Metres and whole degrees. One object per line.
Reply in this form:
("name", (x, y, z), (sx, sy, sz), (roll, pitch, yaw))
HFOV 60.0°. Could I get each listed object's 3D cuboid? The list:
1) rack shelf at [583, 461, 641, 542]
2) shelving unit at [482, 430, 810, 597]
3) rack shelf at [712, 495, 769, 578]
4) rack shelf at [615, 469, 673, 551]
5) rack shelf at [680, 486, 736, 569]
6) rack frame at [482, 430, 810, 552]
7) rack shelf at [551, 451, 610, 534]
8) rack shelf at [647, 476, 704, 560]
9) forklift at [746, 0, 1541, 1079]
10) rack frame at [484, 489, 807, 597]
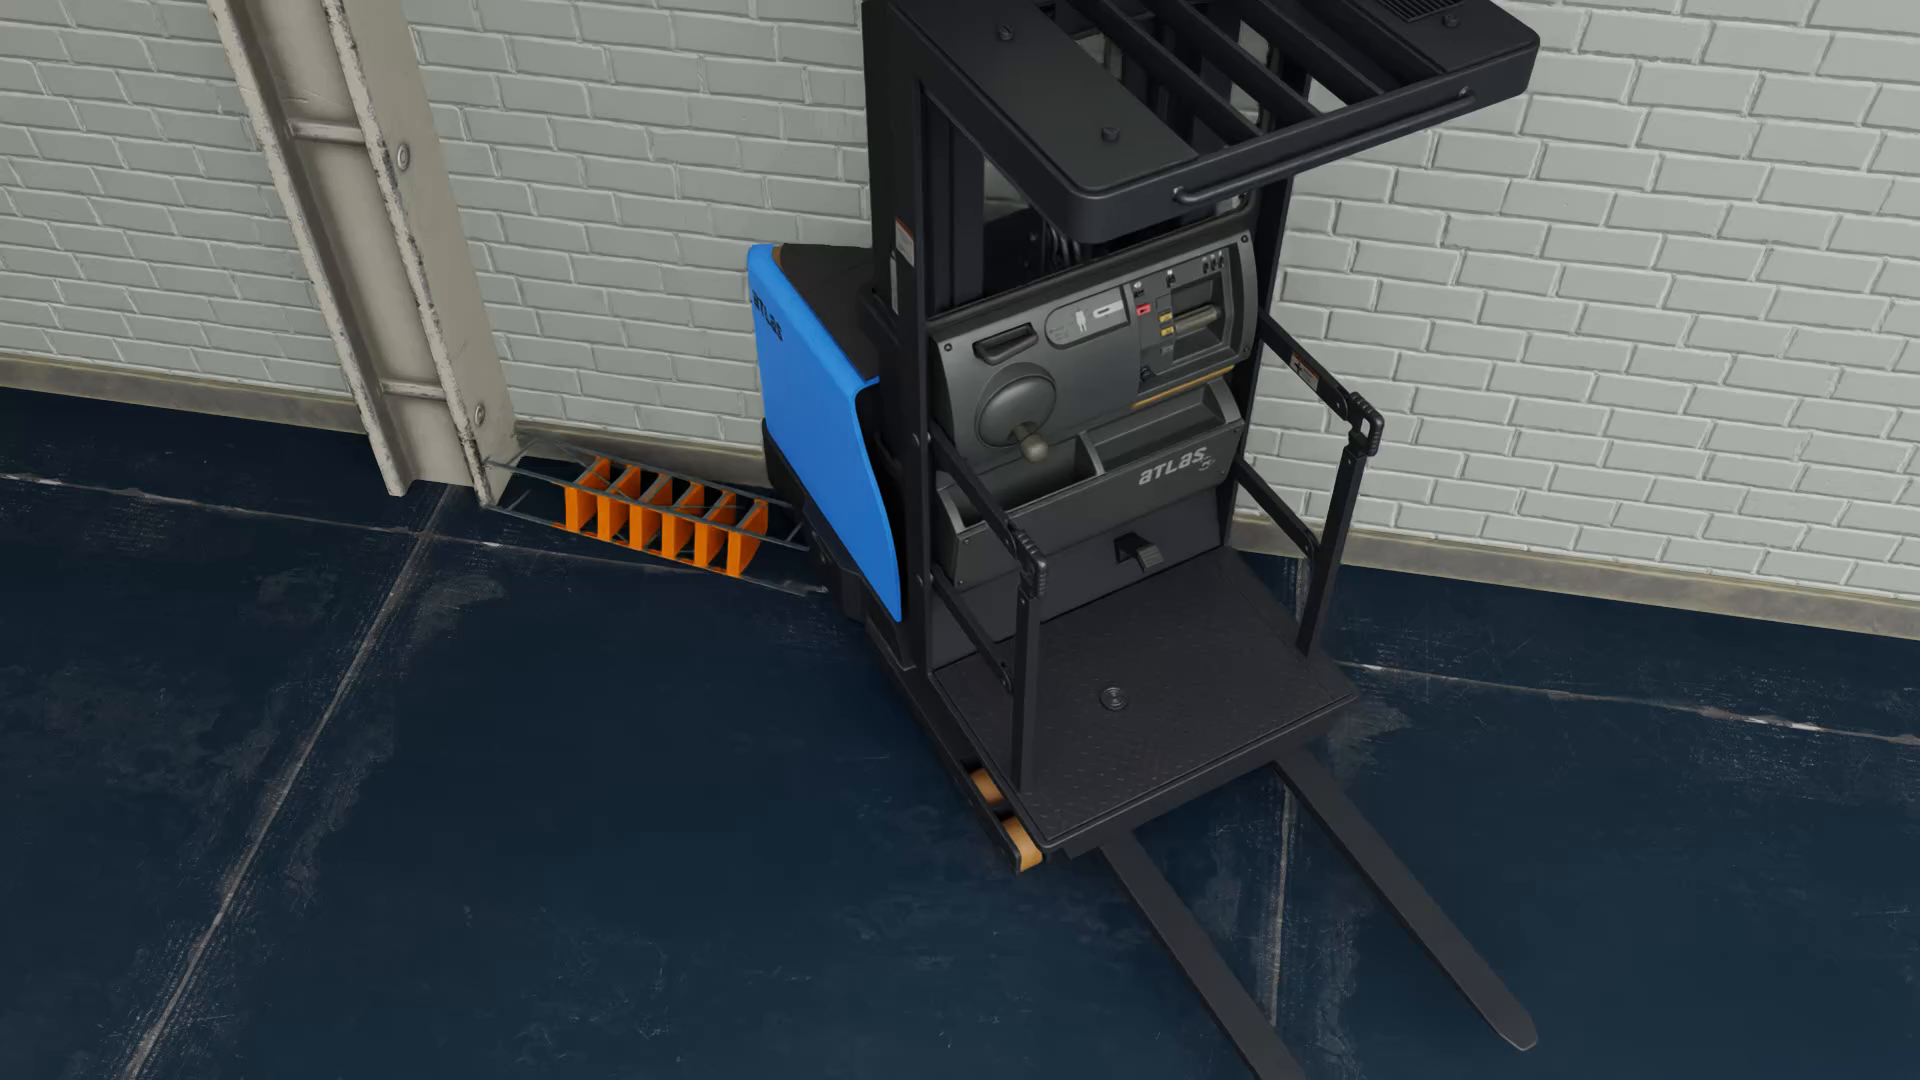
("rack shelf", (-1.198, -0.140, 5.754), (0.103, 0.180, 0.258), (15, 34, 11))
("shelving unit", (-1.042, -0.099, 5.723), (1.200, 0.189, 0.258), (15, 34, 11))
("rack shelf", (-0.743, -0.019, 5.664), (0.103, 0.180, 0.258), (15, 34, 11))
("rack shelf", (-1.084, -0.110, 5.732), (0.103, 0.180, 0.258), (15, 34, 11))
("rack shelf", (-0.857, -0.049, 5.686), (0.103, 0.180, 0.258), (15, 34, 11))
("rack frame", (-1.032, -0.174, 5.673), (1.200, 0.006, 0.240), (15, 34, 11))
("rack shelf", (-1.312, -0.171, 5.777), (0.103, 0.180, 0.258), (15, 34, 11))
("rack shelf", (-0.971, -0.080, 5.709), (0.103, 0.180, 0.258), (15, 34, 11))
("forklift", (0.473, -0.405, 4.143), (1.130, 2.935, 3.031), (-22, 52, -19))
("rack frame", (-1.052, -0.023, 5.774), (1.200, 0.006, 0.240), (15, 34, 11))
